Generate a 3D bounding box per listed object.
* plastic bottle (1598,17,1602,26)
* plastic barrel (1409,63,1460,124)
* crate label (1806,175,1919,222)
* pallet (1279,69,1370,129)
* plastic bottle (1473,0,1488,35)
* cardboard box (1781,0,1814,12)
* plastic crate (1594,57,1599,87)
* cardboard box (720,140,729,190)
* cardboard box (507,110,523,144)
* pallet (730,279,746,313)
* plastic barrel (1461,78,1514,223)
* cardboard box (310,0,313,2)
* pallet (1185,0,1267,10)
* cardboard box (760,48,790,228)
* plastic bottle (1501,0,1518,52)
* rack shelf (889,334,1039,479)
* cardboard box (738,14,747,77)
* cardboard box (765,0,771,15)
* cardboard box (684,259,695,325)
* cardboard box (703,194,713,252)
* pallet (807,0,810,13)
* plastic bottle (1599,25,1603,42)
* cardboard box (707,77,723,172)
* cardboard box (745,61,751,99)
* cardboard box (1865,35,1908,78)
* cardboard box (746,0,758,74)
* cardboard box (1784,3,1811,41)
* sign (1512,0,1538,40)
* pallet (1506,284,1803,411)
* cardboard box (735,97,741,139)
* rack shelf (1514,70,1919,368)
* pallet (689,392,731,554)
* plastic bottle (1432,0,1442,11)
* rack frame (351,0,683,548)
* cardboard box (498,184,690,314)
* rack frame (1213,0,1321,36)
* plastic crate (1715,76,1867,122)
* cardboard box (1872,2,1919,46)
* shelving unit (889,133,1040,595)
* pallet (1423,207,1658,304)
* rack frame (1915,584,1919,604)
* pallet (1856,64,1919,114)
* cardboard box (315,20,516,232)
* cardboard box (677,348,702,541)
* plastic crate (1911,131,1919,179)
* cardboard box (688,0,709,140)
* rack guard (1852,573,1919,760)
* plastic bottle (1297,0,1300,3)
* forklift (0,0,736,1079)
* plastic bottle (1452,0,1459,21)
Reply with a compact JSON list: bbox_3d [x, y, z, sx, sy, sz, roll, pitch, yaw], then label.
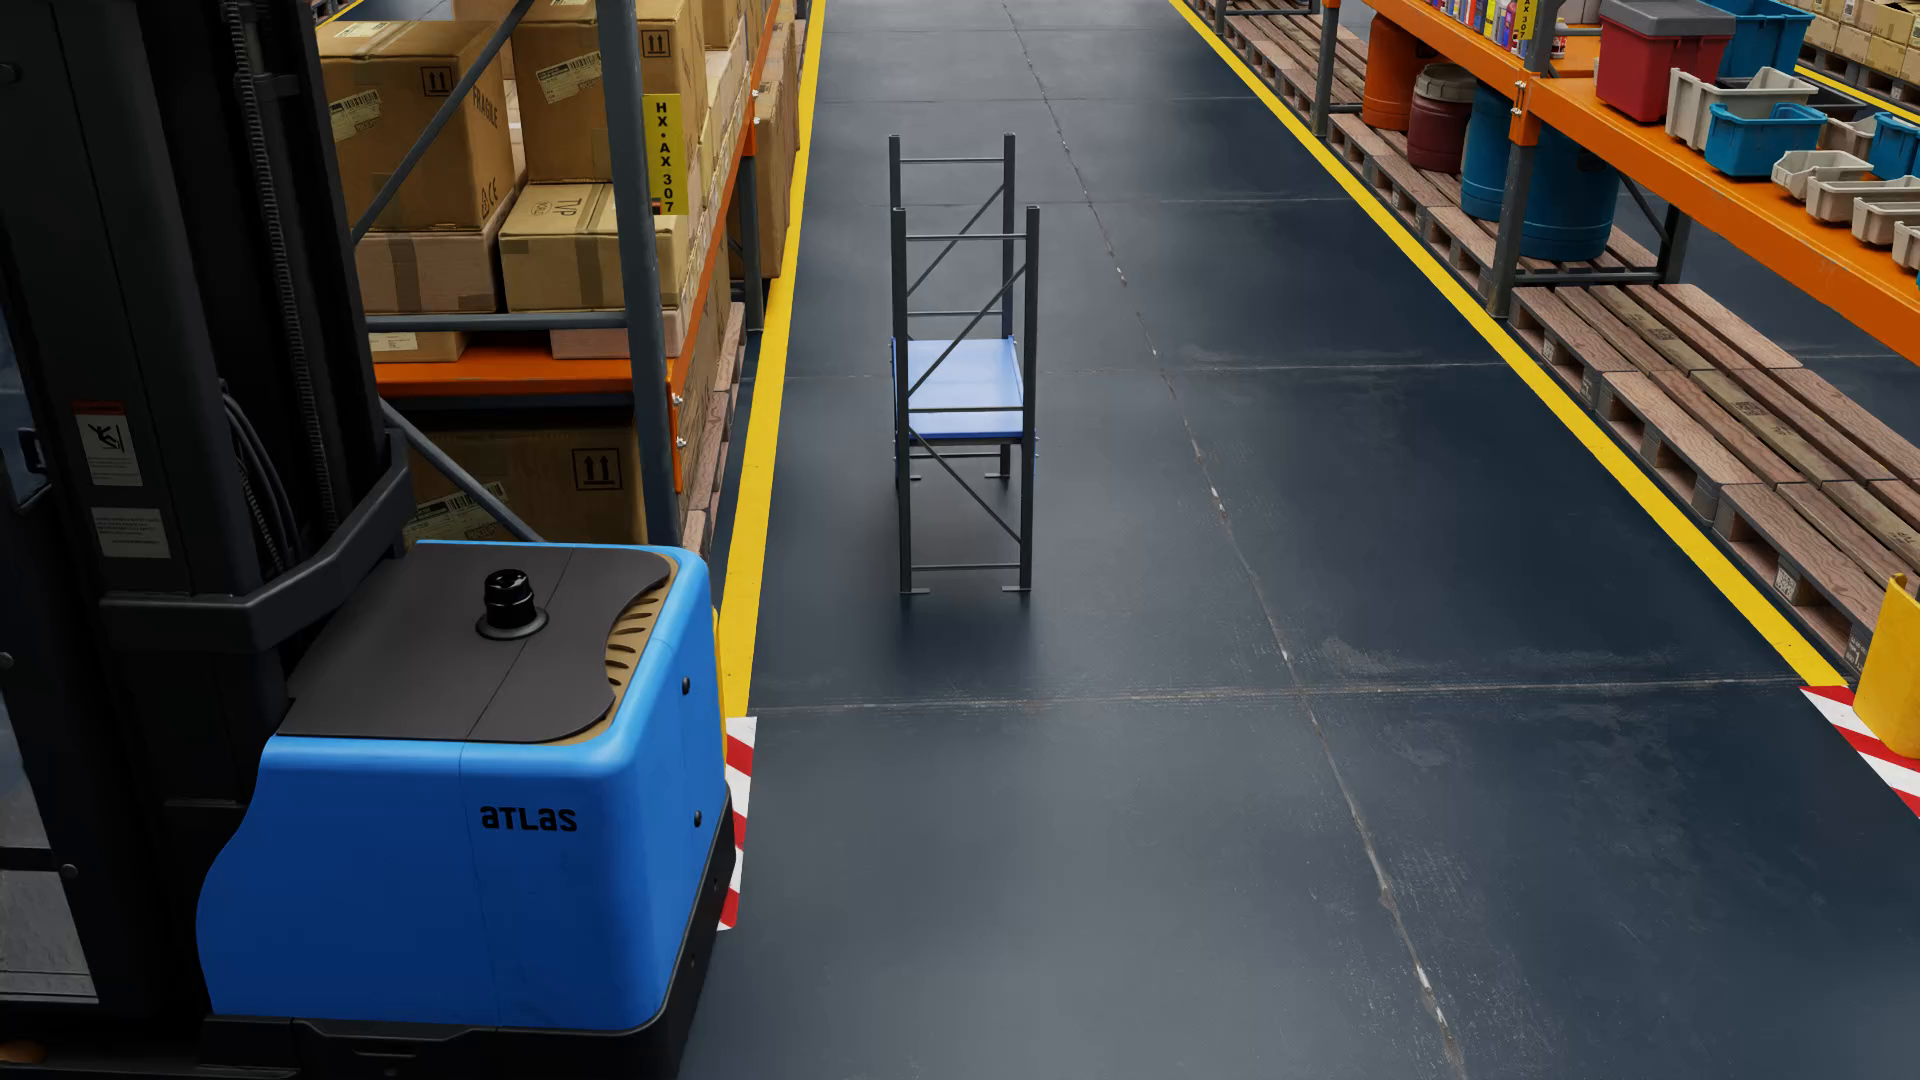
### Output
[{"bbox_3d":[3.755,-3.107,9.589,0.061,0.283,0.133,-1,28,-3],"label":"plastic bottle"},{"bbox_3d":[3.347,-3.015,11.523,0.421,0.512,0.421,0,28,0],"label":"plastic barrel"},{"bbox_3d":[3.340,-1.266,6.153,0.396,0.136,0.243,-1,28,-3],"label":"crate label"},{"bbox_3d":[3.184,-3.538,13.306,1.003,0.211,1.213,-1,28,-3],"label":"pallet"},{"bbox_3d":[3.010,-3.049,9.405,0.144,0.351,0.185,-1,28,-3],"label":"plastic bottle"},{"bbox_3d":[7.746,-4.930,14.871,0.500,0.311,0.500,-2,28,-4],"label":"cardboard box"},{"bbox_3d":[3.276,-2.260,8.060,0.396,0.136,0.243,-1,28,-3],"label":"plastic crate"},{"bbox_3d":[-1.129,-1.494,6.642,0.380,0.149,0.250,-1,28,-2],"label":"cardboard box"},{"bbox_3d":[-1.686,-1.354,5.943,0.500,0.250,0.500,-2,28,-4],"label":"cardboard box"},{"bbox_3d":[-1.667,-1.567,9.527,1.003,0.211,1.213,-1,28,-3],"label":"pallet"},{"bbox_3d":[3.346,-2.403,9.929,0.600,0.901,0.708,-1,28,-3],"label":"plastic barrel"},{"bbox_3d":[-6.891,-5.607,16.100,0.875,0.875,0.875,-1,28,-2],"label":"cardboard box"},{"bbox_3d":[2.917,-5.903,17.839,1.003,0.211,1.213,-1,28,-3],"label":"pallet"},{"bbox_3d":[-1.653,-2.401,9.953,1.225,0.875,0.875,-2,28,-4],"label":"cardboard box"},{"bbox_3d":[2.993,-2.797,8.995,0.061,0.283,0.133,-1,28,-3],"label":"plastic bottle"},{"bbox_3d":[-0.004,-0.545,6.562,0.538,0.185,1.000,-1,28,-3],"label":"rack shelf"},{"bbox_3d":[-1.267,-2.317,7.789,0.500,0.250,0.500,-2,28,-4],"label":"cardboard box"},{"bbox_3d":[-1.411,-3.414,9.943,0.500,0.500,0.500,-1,28,-2],"label":"cardboard box"},{"bbox_3d":[-1.047,-0.781,5.275,0.380,0.149,0.250,-2,28,-3],"label":"cardboard box"},{"bbox_3d":[-1.087,-1.137,5.958,0.380,0.149,0.250,-2,28,-4],"label":"cardboard box"},{"bbox_3d":[-2.106,-5.781,17.606,1.003,0.211,1.213,-1,28,-3],"label":"pallet"},{"bbox_3d":[3.608,-2.861,9.207,0.097,0.201,0.097,0,28,0],"label":"plastic bottle"},{"bbox_3d":[-1.187,-1.608,6.431,0.500,0.250,0.500,-2,28,-4],"label":"cardboard box"},{"bbox_3d":[-1.209,-2.205,8.005,0.380,0.149,0.250,-1,28,-2],"label":"cardboard box"},{"bbox_3d":[7.831,-3.976,13.649,0.500,0.250,0.500,-2,28,-3],"label":"cardboard box"},{"bbox_3d":[-1.326,-2.712,8.598,0.500,0.500,0.500,-1,28,-2],"label":"cardboard box"},{"bbox_3d":[7.752,-4.681,15.000,0.500,0.250,0.500,-2,28,-4],"label":"cardboard box"},{"bbox_3d":[2.845,-2.679,8.344,0.100,0.325,0.005,-1,28,-3],"label":"sign"},{"bbox_3d":[3.472,-0.994,8.427,1.003,0.211,1.213,-1,28,-3],"label":"pallet"},{"bbox_3d":[-1.168,-1.849,7.322,0.380,0.149,0.250,-1,28,-2],"label":"cardboard box"},{"bbox_3d":[3.499,-1.326,6.827,1.077,0.370,4.000,-1,28,-3],"label":"rack shelf"},{"bbox_3d":[-1.523,-0.295,7.087,1.003,0.211,1.213,-1,28,-3],"label":"pallet"},{"bbox_3d":[2.929,-3.368,10.090,0.061,0.283,0.133,-1,28,-3],"label":"plastic bottle"},{"bbox_3d":[-1.343,-0.602,4.660,1.000,3.000,0.127,-1,28,-3],"label":"rack frame"},{"bbox_3d":[-1.098,-0.895,5.064,0.500,0.250,0.500,-2,28,-4],"label":"cardboard box"},{"bbox_3d":[2.977,-6.263,15.515,1.000,3.000,0.127,-1,28,-3],"label":"rack frame"},{"bbox_3d":[3.721,-1.963,7.503,0.437,0.125,0.590,-1,28,-3],"label":"plastic crate"},{"bbox_3d":[7.826,-4.225,13.521,0.500,0.311,0.500,-2,28,-3],"label":"cardboard box"},{"bbox_3d":[-0.004,-0.704,6.479,0.538,1.500,1.048,-1,28,-3],"label":"shelving unit"},{"bbox_3d":[3.396,-1.690,9.761,1.003,0.211,1.213,-1,28,-3],"label":"pallet"},{"bbox_3d":[3.603,-0.721,4.890,1.000,3.000,0.127,-1,28,-3],"label":"rack frame"},{"bbox_3d":[8.128,-3.679,13.575,1.003,0.211,1.213,-1,28,-3],"label":"pallet"},{"bbox_3d":[-1.631,-1.218,4.872,0.500,0.500,0.500,-1,28,-2],"label":"cardboard box"},{"bbox_3d":[-1.504,-0.560,6.423,0.875,0.875,0.875,-1,28,-3],"label":"cardboard box"},{"bbox_3d":[3.851,-1.404,6.314,0.416,0.233,0.300,-1,28,-3],"label":"plastic crate"},{"bbox_3d":[-1.157,-1.698,5.792,0.500,0.500,0.500,-2,28,-4],"label":"cardboard box"},{"bbox_3d":[3.618,0.398,5.447,1.175,0.500,0.348,-1,28,-3],"label":"rack guard"},{"bbox_3d":[3.393,-5.422,16.453,0.097,0.201,0.097,0,28,0],"label":"plastic bottle"},{"bbox_3d":[-2.185,-0.151,3.870,3.031,2.935,1.130,2,28,3],"label":"forklift"},{"bbox_3d":[2.965,-3.172,9.802,0.097,0.201,0.097,0,28,0],"label":"plastic bottle"}]
